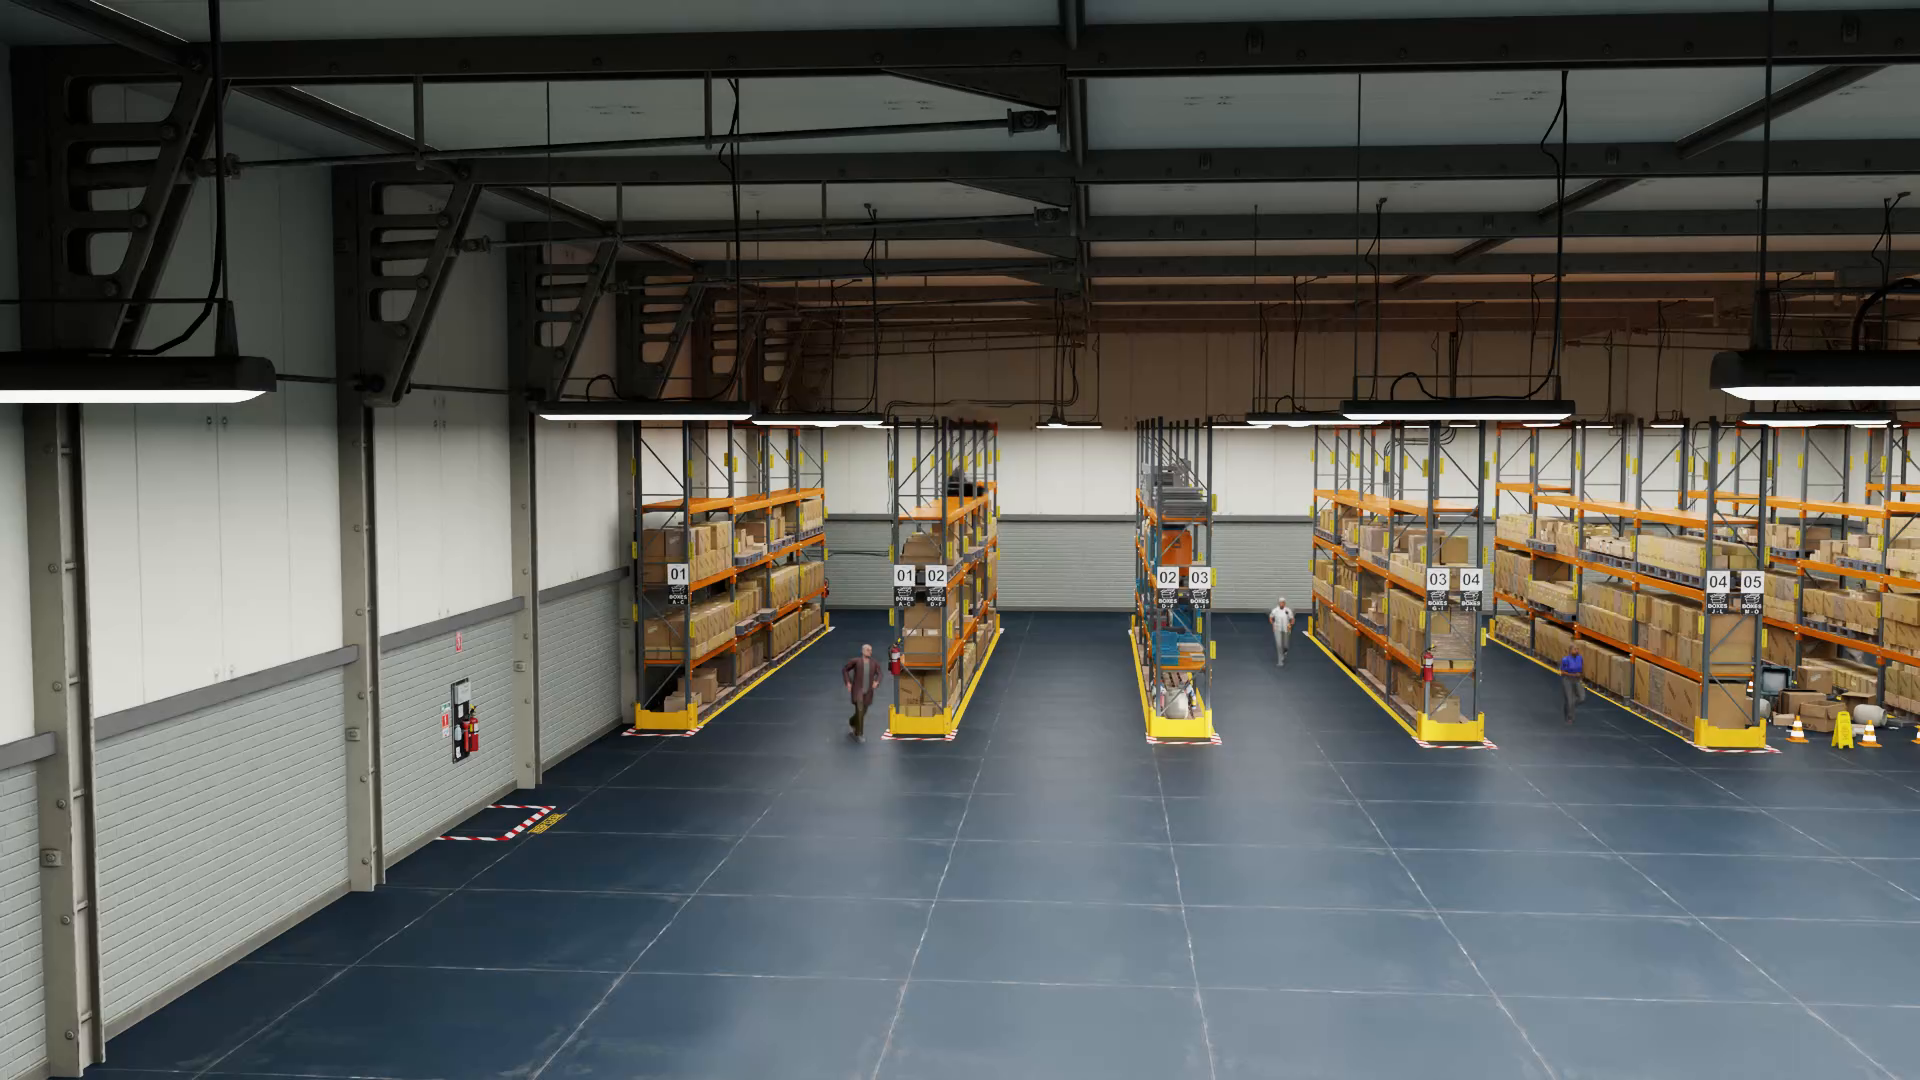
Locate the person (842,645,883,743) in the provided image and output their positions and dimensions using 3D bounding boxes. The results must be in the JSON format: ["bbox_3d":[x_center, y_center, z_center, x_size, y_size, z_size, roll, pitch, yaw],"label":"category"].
[{"bbox_3d":[-1.782,2.834,30.956,0.734,1.773,0.788,-2,4,-25],"label":"person"}]

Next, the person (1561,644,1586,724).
[{"bbox_3d":[11.956,2.814,32.334,0.615,1.591,0.677,-1,4,-13],"label":"person"}]

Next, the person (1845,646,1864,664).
[{"bbox_3d":[21.397,2.273,39.619,0.707,1.737,0.566,0,4,4],"label":"person"}]

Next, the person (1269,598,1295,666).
[{"bbox_3d":[7.926,2.237,40.968,0.618,1.648,0.742,0,4,6],"label":"person"}]
